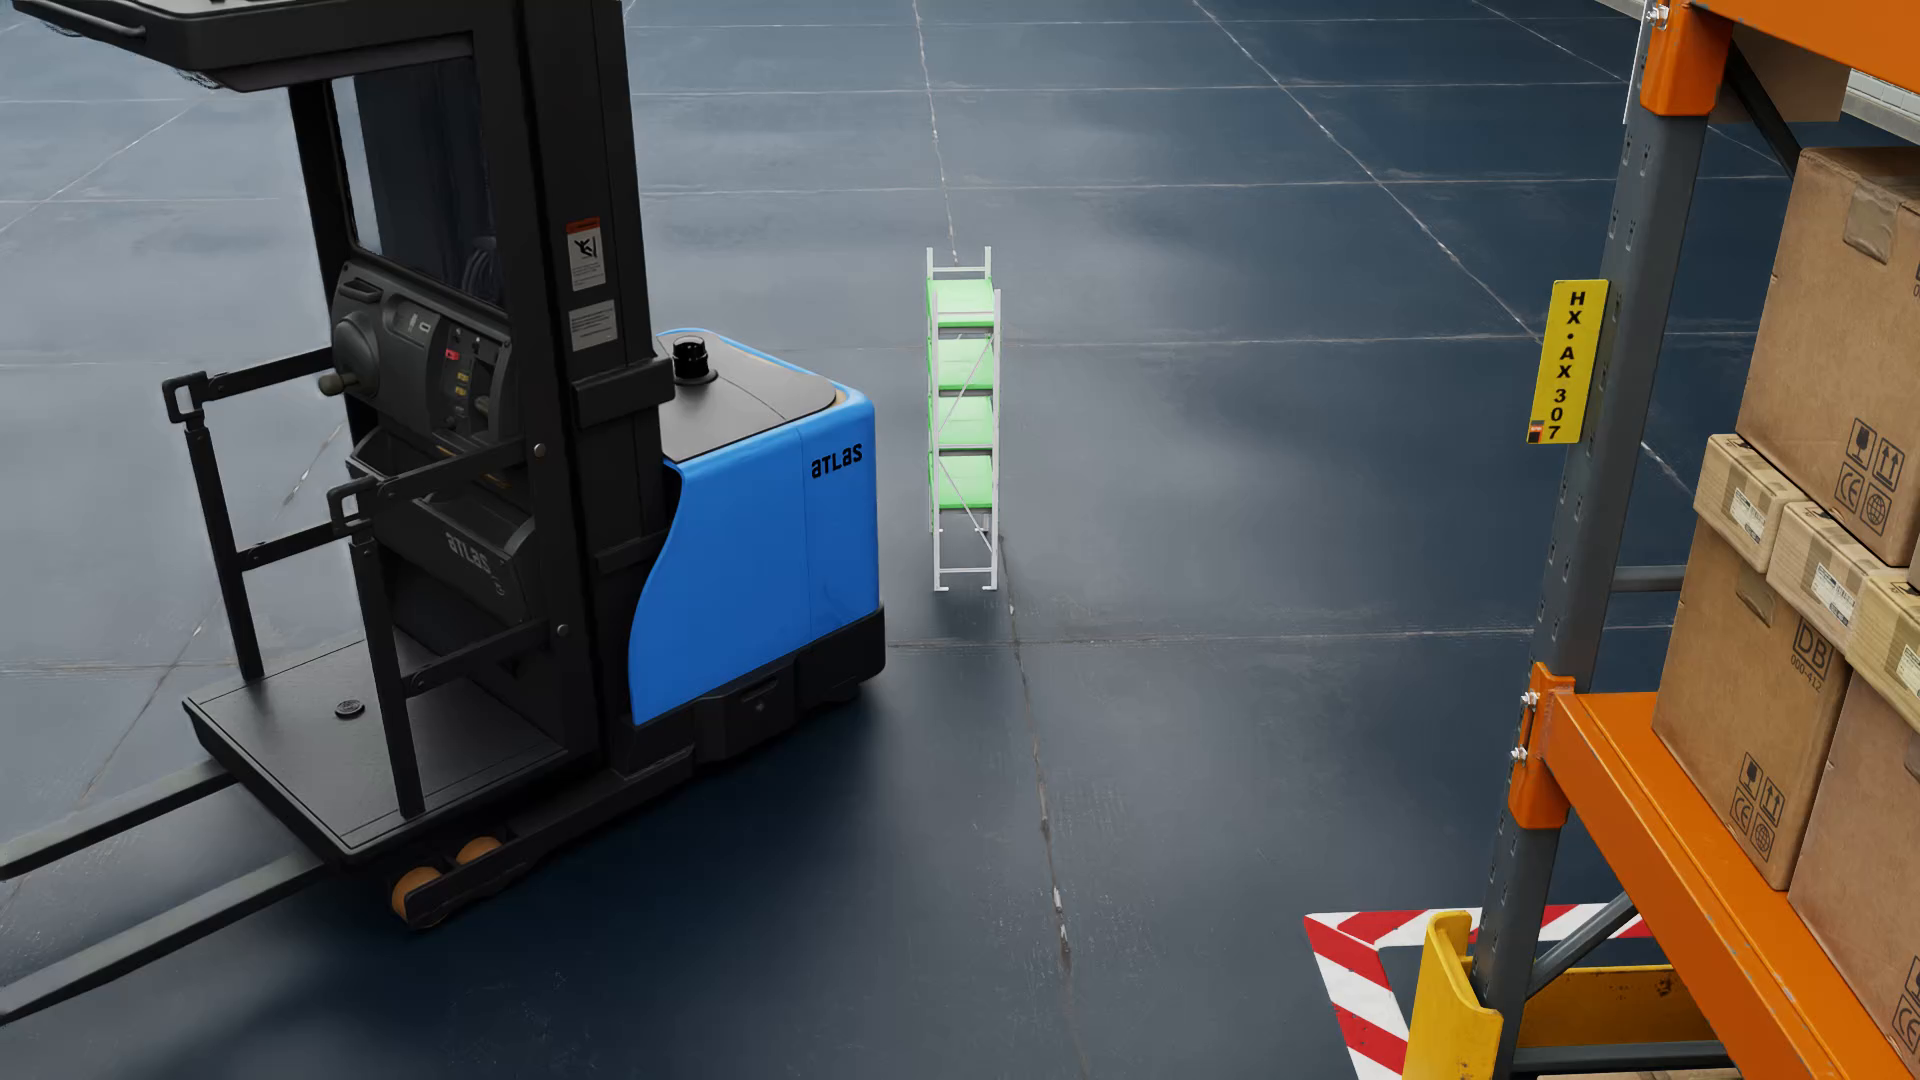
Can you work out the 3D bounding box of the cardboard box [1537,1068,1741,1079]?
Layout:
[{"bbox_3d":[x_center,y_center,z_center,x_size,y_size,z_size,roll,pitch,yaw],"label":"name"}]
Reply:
[{"bbox_3d":[1.498,1.363,3.411,0.500,0.250,0.500,-1,28,-3],"label":"cardboard box"}]

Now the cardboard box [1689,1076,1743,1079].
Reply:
[{"bbox_3d":[1.526,1.262,2.795,0.500,0.500,0.500,-1,28,-3],"label":"cardboard box"}]

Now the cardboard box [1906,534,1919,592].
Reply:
[{"bbox_3d":[1.740,-0.059,2.109,0.700,0.500,0.500,-2,28,-4],"label":"cardboard box"}]

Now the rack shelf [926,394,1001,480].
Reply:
[{"bbox_3d":[0.009,-0.399,6.356,0.258,0.148,0.480,-1,28,-3],"label":"rack shelf"}]

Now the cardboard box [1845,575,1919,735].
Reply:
[{"bbox_3d":[1.526,0.169,2.373,0.380,0.149,0.250,-1,28,-2],"label":"cardboard box"}]

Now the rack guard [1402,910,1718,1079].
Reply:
[{"bbox_3d":[1.691,1.175,3.957,1.175,0.500,0.348,-1,28,-3],"label":"rack guard"}]

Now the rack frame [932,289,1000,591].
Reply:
[{"bbox_3d":[0.021,-0.343,6.110,0.240,1.200,0.015,-1,28,-3],"label":"rack frame"}]

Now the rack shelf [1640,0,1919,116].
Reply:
[{"bbox_3d":[1.797,-0.010,1.060,1.077,0.370,4.000,-1,28,-3],"label":"rack shelf"}]

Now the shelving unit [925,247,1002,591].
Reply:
[{"bbox_3d":[0.009,-0.456,6.326,0.258,1.200,0.503,-1,28,-3],"label":"shelving unit"}]

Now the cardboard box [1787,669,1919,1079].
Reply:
[{"bbox_3d":[1.736,0.491,2.456,0.700,0.500,0.500,-1,28,-1],"label":"cardboard box"}]

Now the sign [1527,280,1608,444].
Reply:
[{"bbox_3d":[1.138,-0.331,3.119,0.100,0.325,0.005,-1,28,-3],"label":"sign"}]

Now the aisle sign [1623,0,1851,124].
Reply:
[{"bbox_3d":[1.383,-1.098,2.801,0.394,0.787,0.004,-1,28,-3],"label":"aisle sign"}]

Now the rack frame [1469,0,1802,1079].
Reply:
[{"bbox_3d":[1.696,0.077,3.358,0.949,2.616,0.053,-1,28,-3],"label":"rack frame"}]

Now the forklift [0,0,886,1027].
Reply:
[{"bbox_3d":[-1.656,-0.482,4.505,1.130,2.935,3.031,25,36,39],"label":"forklift"}]

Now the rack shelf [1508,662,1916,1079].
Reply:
[{"bbox_3d":[1.797,1.320,1.753,1.077,0.370,4.000,-1,28,-3],"label":"rack shelf"}]

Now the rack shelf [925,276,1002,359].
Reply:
[{"bbox_3d":[0.009,-0.824,6.134,0.258,0.148,0.480,-1,28,-3],"label":"rack shelf"}]

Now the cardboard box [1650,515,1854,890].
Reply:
[{"bbox_3d":[1.704,0.249,2.921,0.700,0.500,0.500,-1,28,-3],"label":"cardboard box"}]

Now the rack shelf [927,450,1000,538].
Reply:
[{"bbox_3d":[0.009,-0.186,6.467,0.258,0.148,0.480,-1,28,-3],"label":"rack shelf"}]

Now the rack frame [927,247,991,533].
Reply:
[{"bbox_3d":[-0.004,-0.568,6.542,0.240,1.200,0.015,-1,28,-3],"label":"rack frame"}]

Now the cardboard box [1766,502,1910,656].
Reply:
[{"bbox_3d":[1.514,0.054,2.594,0.380,0.149,0.250,-2,28,-4],"label":"cardboard box"}]

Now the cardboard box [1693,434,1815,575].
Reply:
[{"bbox_3d":[1.498,-0.068,2.827,0.380,0.149,0.250,-2,28,-3],"label":"cardboard box"}]

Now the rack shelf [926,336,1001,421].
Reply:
[{"bbox_3d":[0.009,-0.612,6.245,0.258,0.148,0.480,-1,28,-3],"label":"rack shelf"}]

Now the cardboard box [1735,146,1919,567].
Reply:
[{"bbox_3d":[1.707,-0.302,2.574,0.700,0.500,0.500,-1,28,-2],"label":"cardboard box"}]
